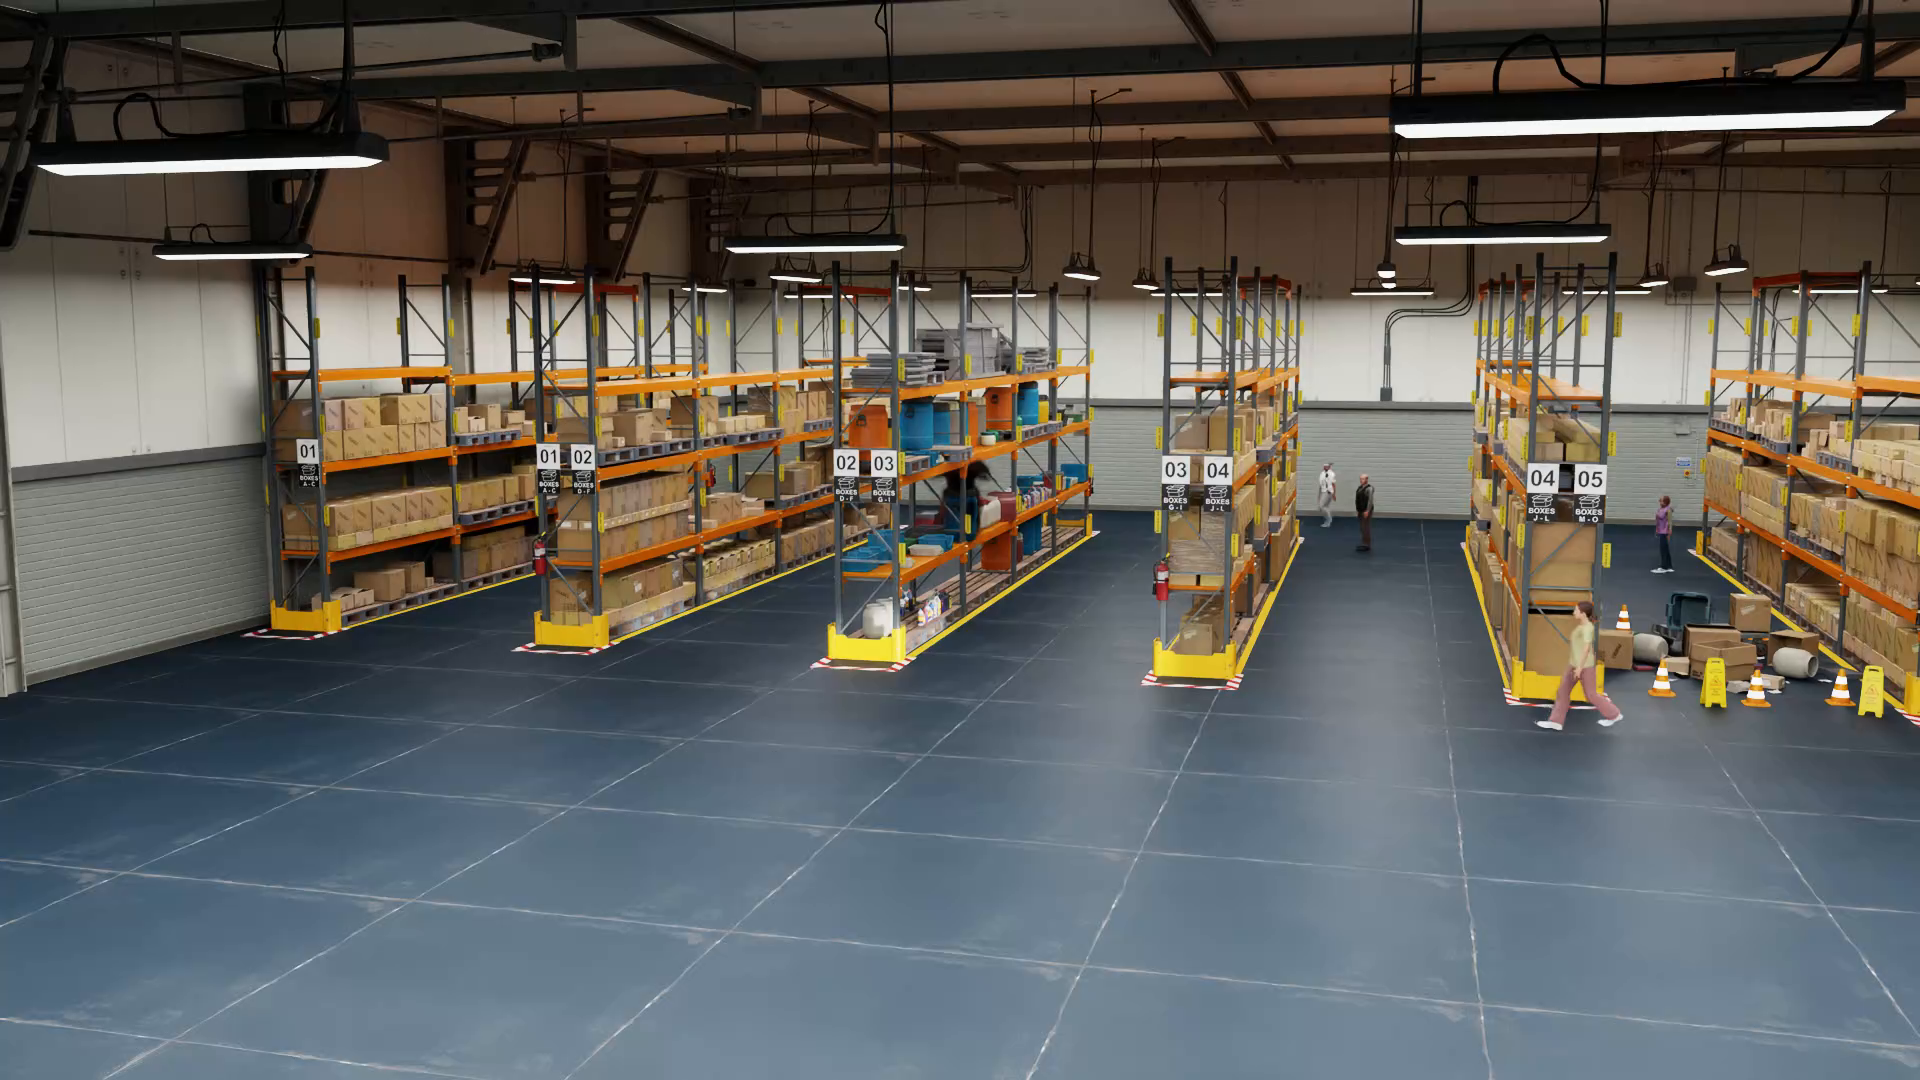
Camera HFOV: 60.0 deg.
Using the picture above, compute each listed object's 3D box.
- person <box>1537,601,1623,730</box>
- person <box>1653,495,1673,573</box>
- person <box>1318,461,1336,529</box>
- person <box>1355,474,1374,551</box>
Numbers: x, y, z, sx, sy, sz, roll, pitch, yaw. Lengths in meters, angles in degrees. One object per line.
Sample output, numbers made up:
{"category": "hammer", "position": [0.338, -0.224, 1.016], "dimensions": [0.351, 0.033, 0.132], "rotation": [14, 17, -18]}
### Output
{"category": "person", "position": [7.770, 1.572, 20.701], "dimensions": [0.983, 1.640, 0.433], "rotation": [-1, 7, -7]}
{"category": "person", "position": [14.523, -0.128, 34.282], "dimensions": [0.390, 1.600, 0.446], "rotation": [2, 8, 17]}
{"category": "person", "position": [9.212, -1.150, 41.899], "dimensions": [0.441, 1.706, 0.440], "rotation": [-1, 7, -4]}
{"category": "person", "position": [9.135, -0.629, 37.612], "dimensions": [0.367, 1.725, 0.547], "rotation": [-1, 7, -7]}
